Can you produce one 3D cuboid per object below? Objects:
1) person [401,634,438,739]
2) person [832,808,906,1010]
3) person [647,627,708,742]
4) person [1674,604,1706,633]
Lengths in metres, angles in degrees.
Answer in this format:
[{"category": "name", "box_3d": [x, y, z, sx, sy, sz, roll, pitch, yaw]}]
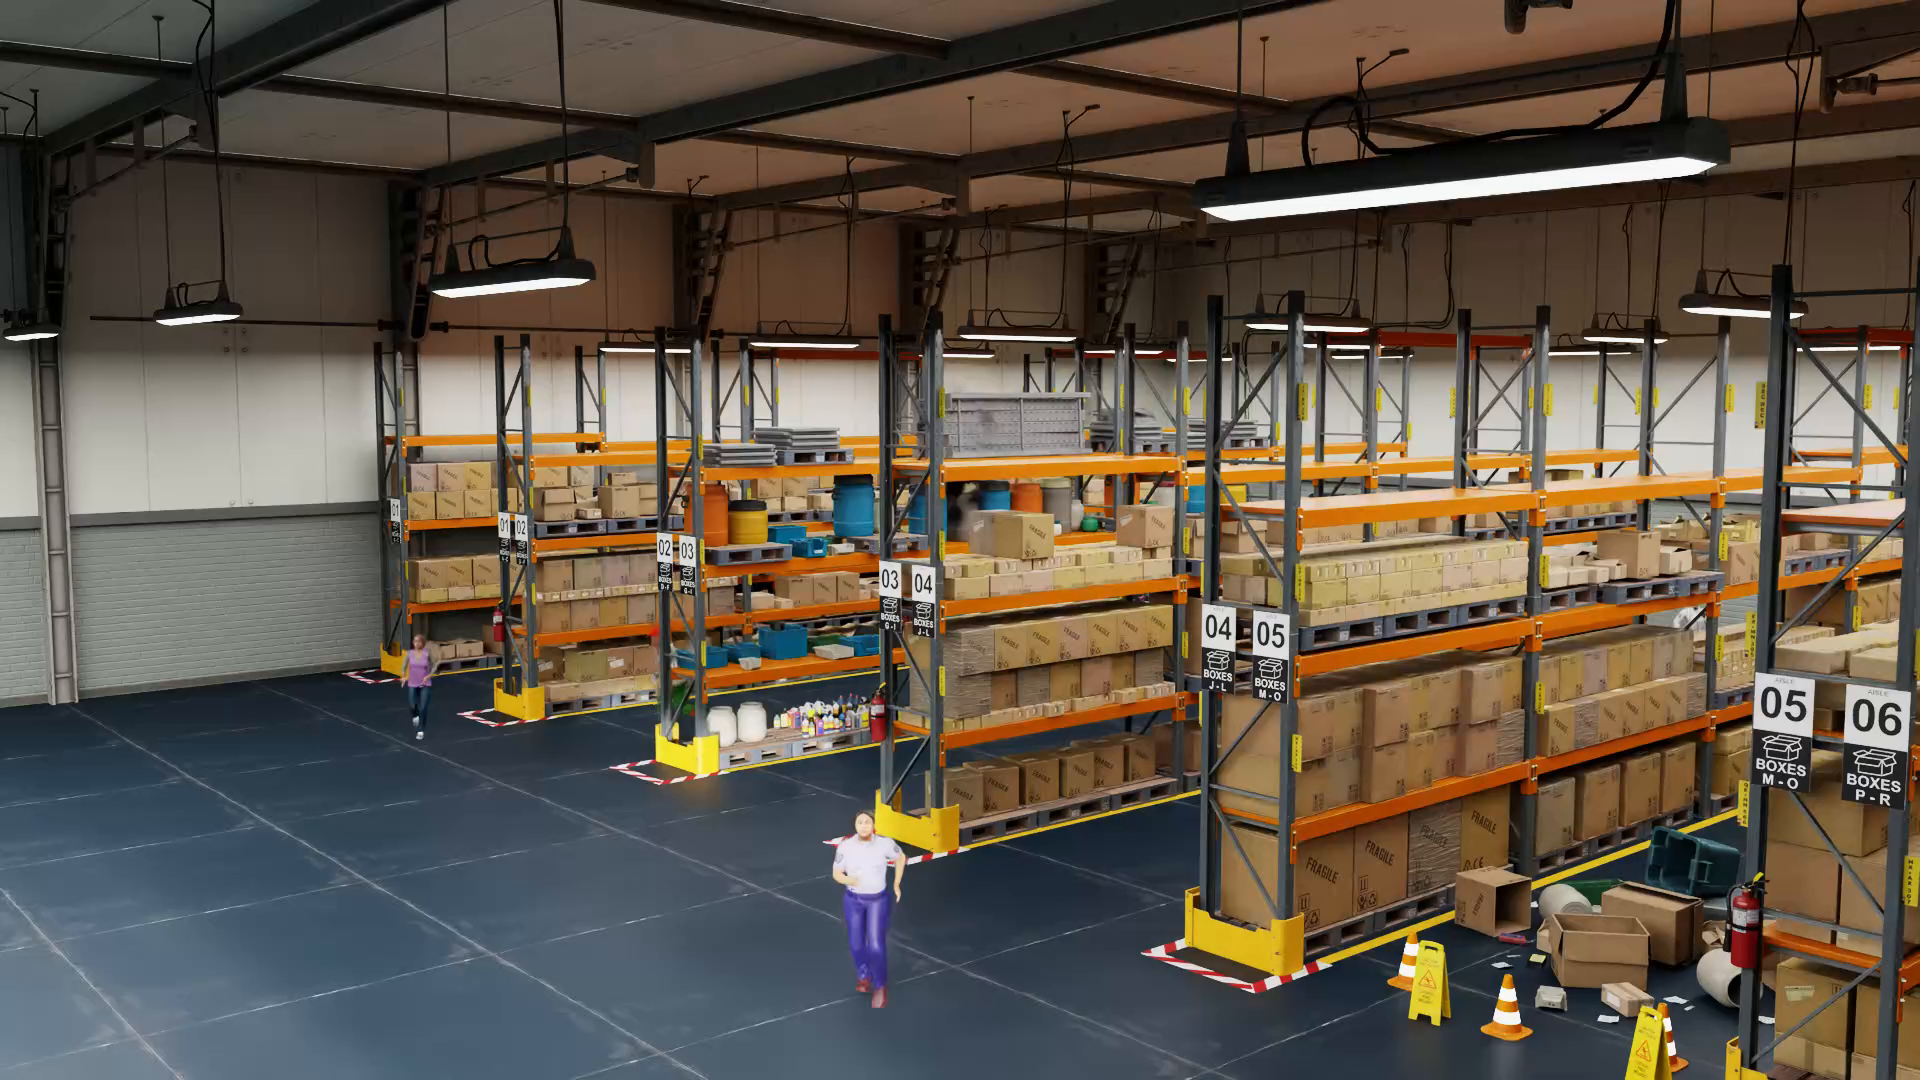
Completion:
[{"category": "person", "box_3d": [-7.990, 2.162, 24.564, 0.538, 1.555, 0.545, -1, 5, -11]}, {"category": "person", "box_3d": [-0.777, 3.087, 13.961, 0.577, 1.680, 0.702, 1, 5, 7]}, {"category": "person", "box_3d": [-4.124, 2.103, 24.434, 0.984, 1.713, 0.639, -4, 6, -36]}, {"category": "person", "box_3d": [12.665, 1.745, 28.584, 0.672, 1.704, 0.724, 1, 5, 8]}]
